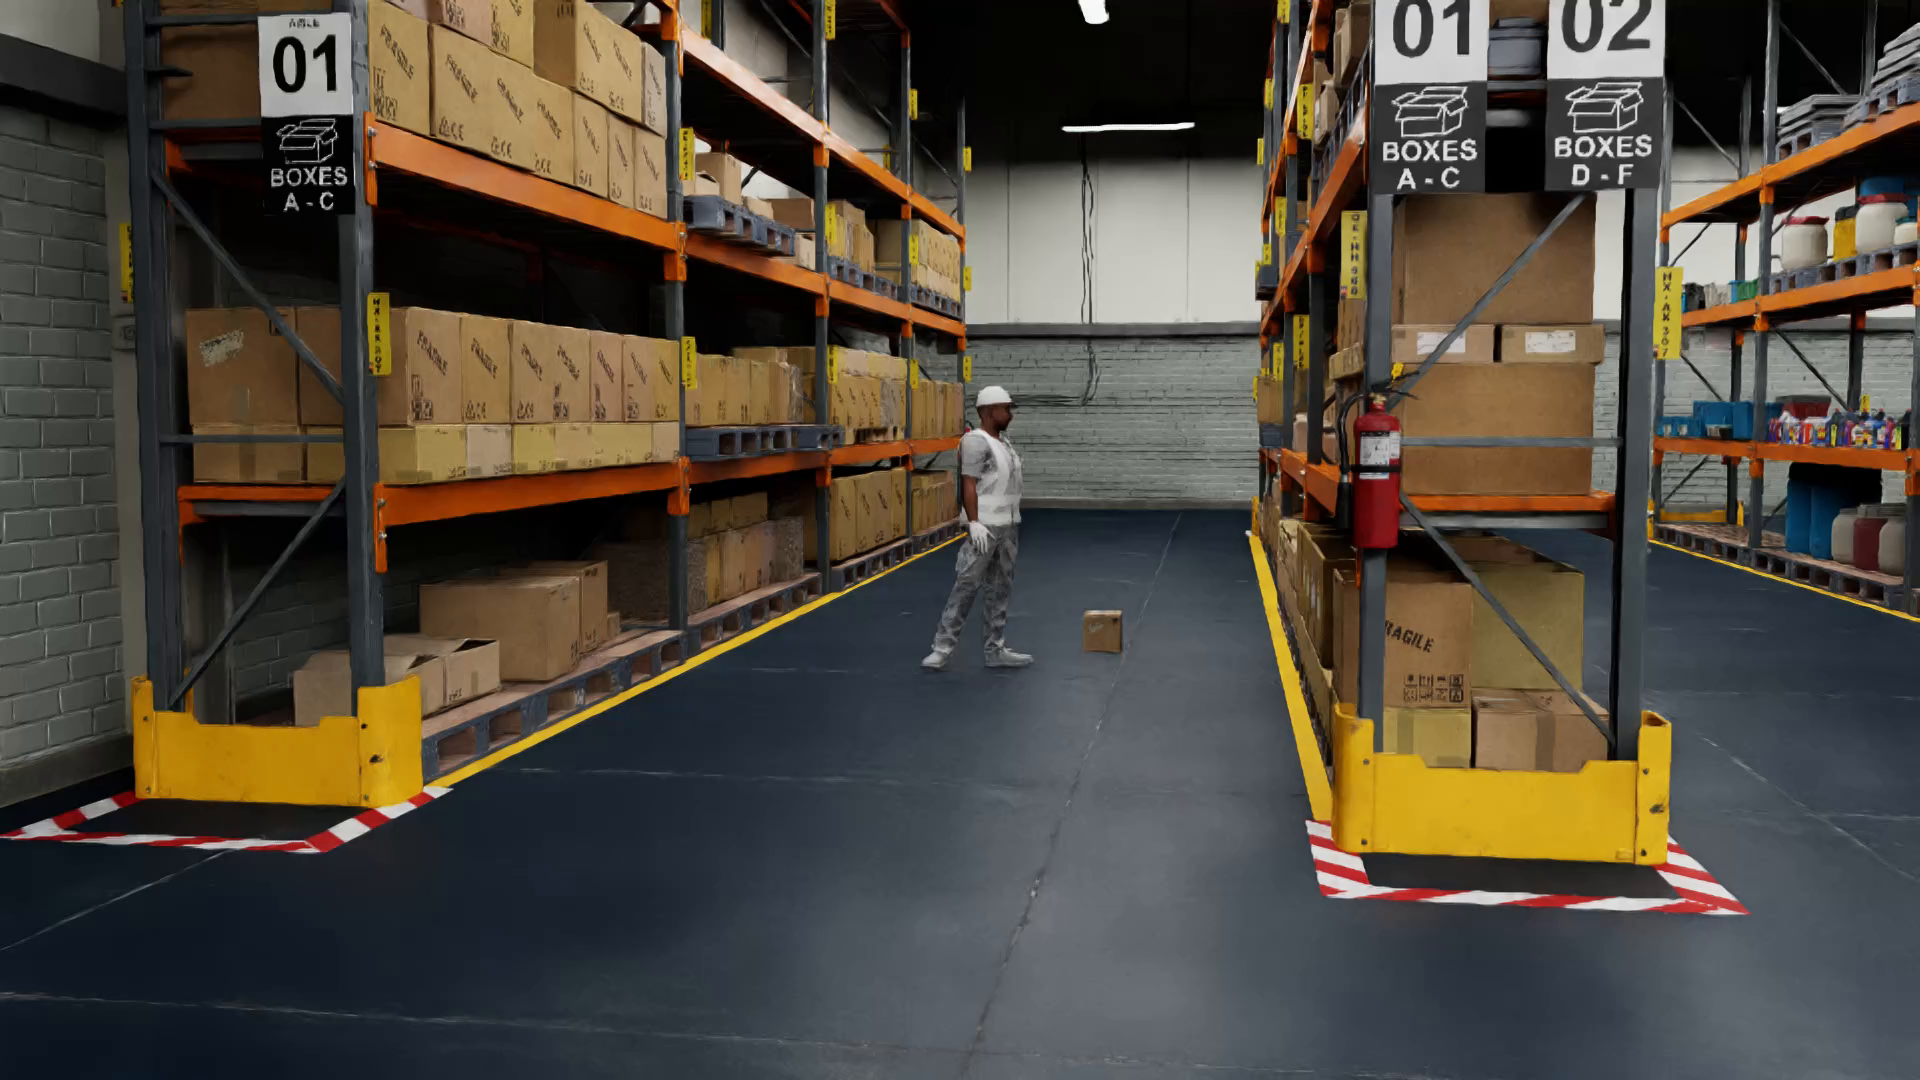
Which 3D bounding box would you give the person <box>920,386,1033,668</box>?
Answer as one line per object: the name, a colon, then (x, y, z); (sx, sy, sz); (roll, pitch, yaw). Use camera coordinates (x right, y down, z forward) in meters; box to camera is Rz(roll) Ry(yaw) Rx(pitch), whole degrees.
person: (0.103, -0.068, 10.402); (0.498, 1.780, 0.714); (2, 5, 29)
